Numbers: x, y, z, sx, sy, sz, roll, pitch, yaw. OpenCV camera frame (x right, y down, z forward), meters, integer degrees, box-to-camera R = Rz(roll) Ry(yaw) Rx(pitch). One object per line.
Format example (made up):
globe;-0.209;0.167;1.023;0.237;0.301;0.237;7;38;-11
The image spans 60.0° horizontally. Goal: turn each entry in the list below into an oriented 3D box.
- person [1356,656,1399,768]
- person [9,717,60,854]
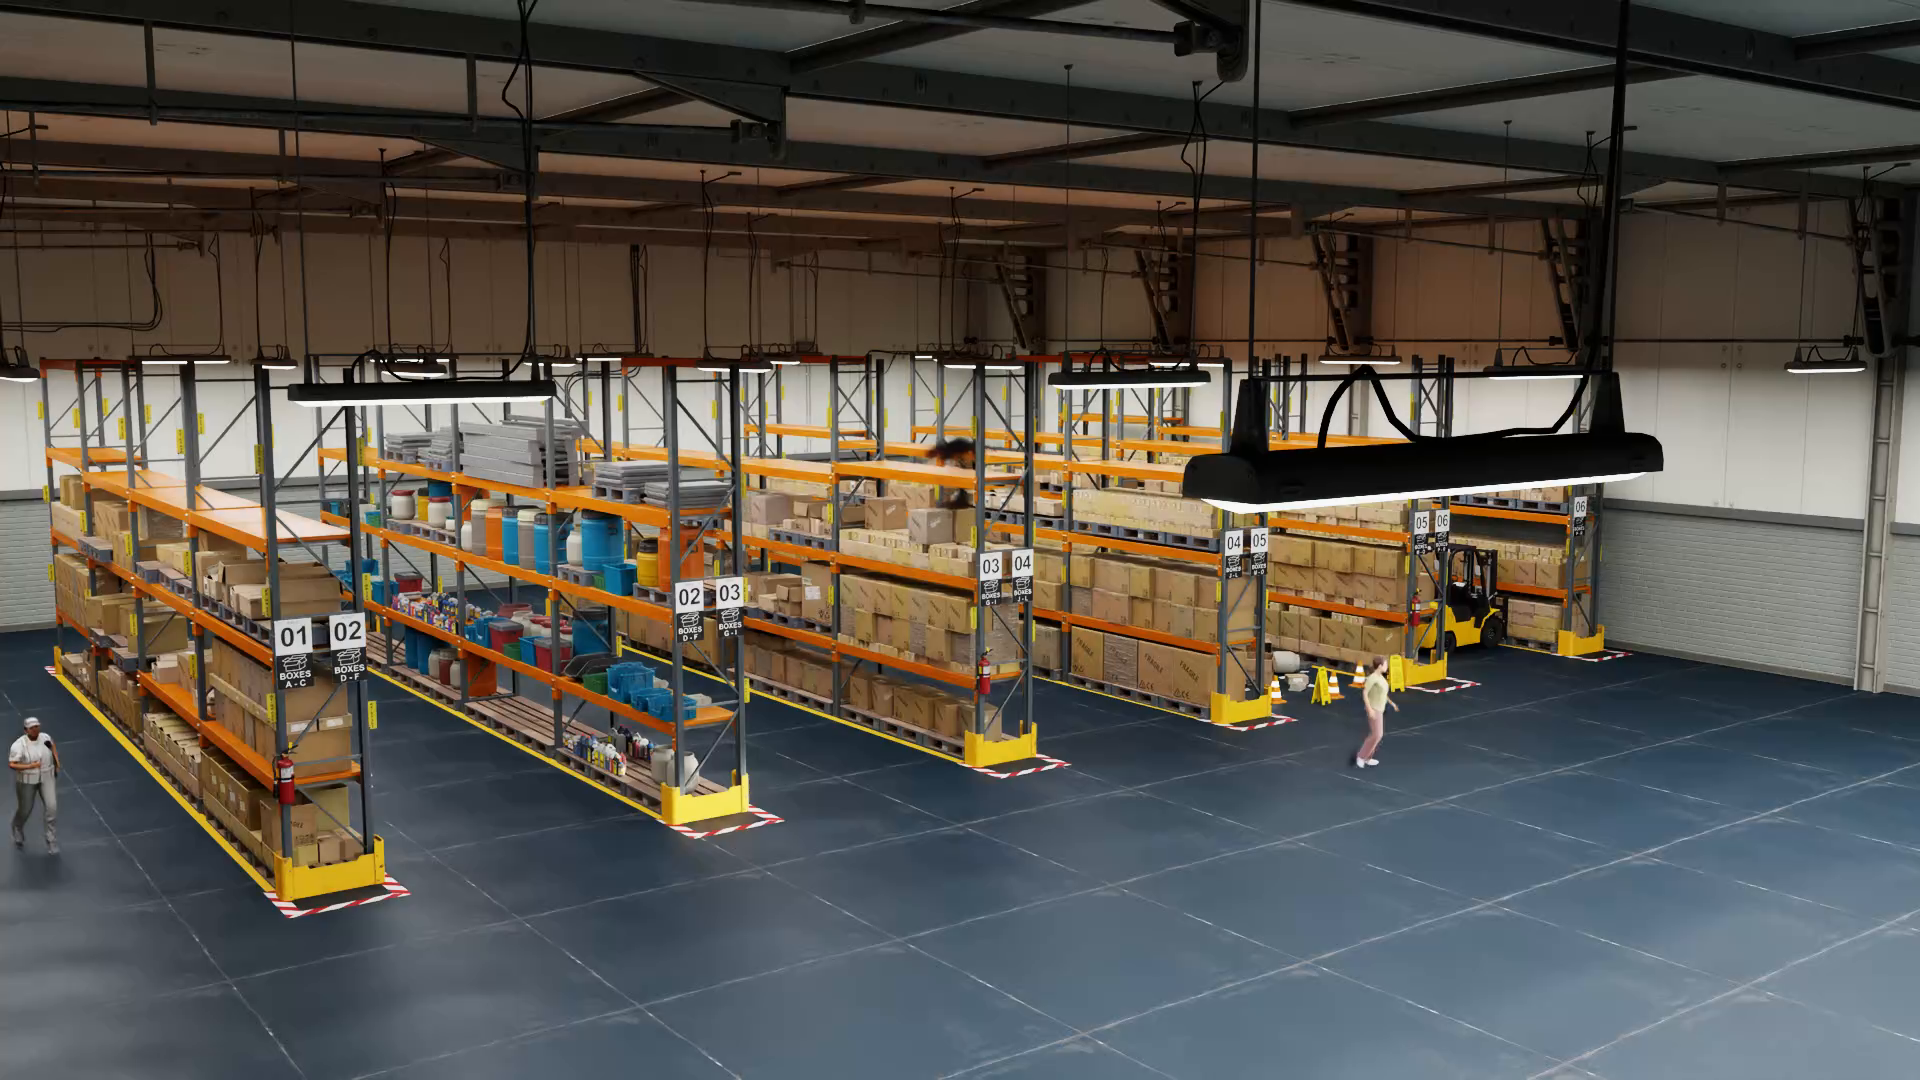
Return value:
person;6.184;2.556;24.713;0.533;1.645;0.714;4;8;28
person;-11.552;3.028;20.753;0.595;1.708;0.902;-6;9;-43
